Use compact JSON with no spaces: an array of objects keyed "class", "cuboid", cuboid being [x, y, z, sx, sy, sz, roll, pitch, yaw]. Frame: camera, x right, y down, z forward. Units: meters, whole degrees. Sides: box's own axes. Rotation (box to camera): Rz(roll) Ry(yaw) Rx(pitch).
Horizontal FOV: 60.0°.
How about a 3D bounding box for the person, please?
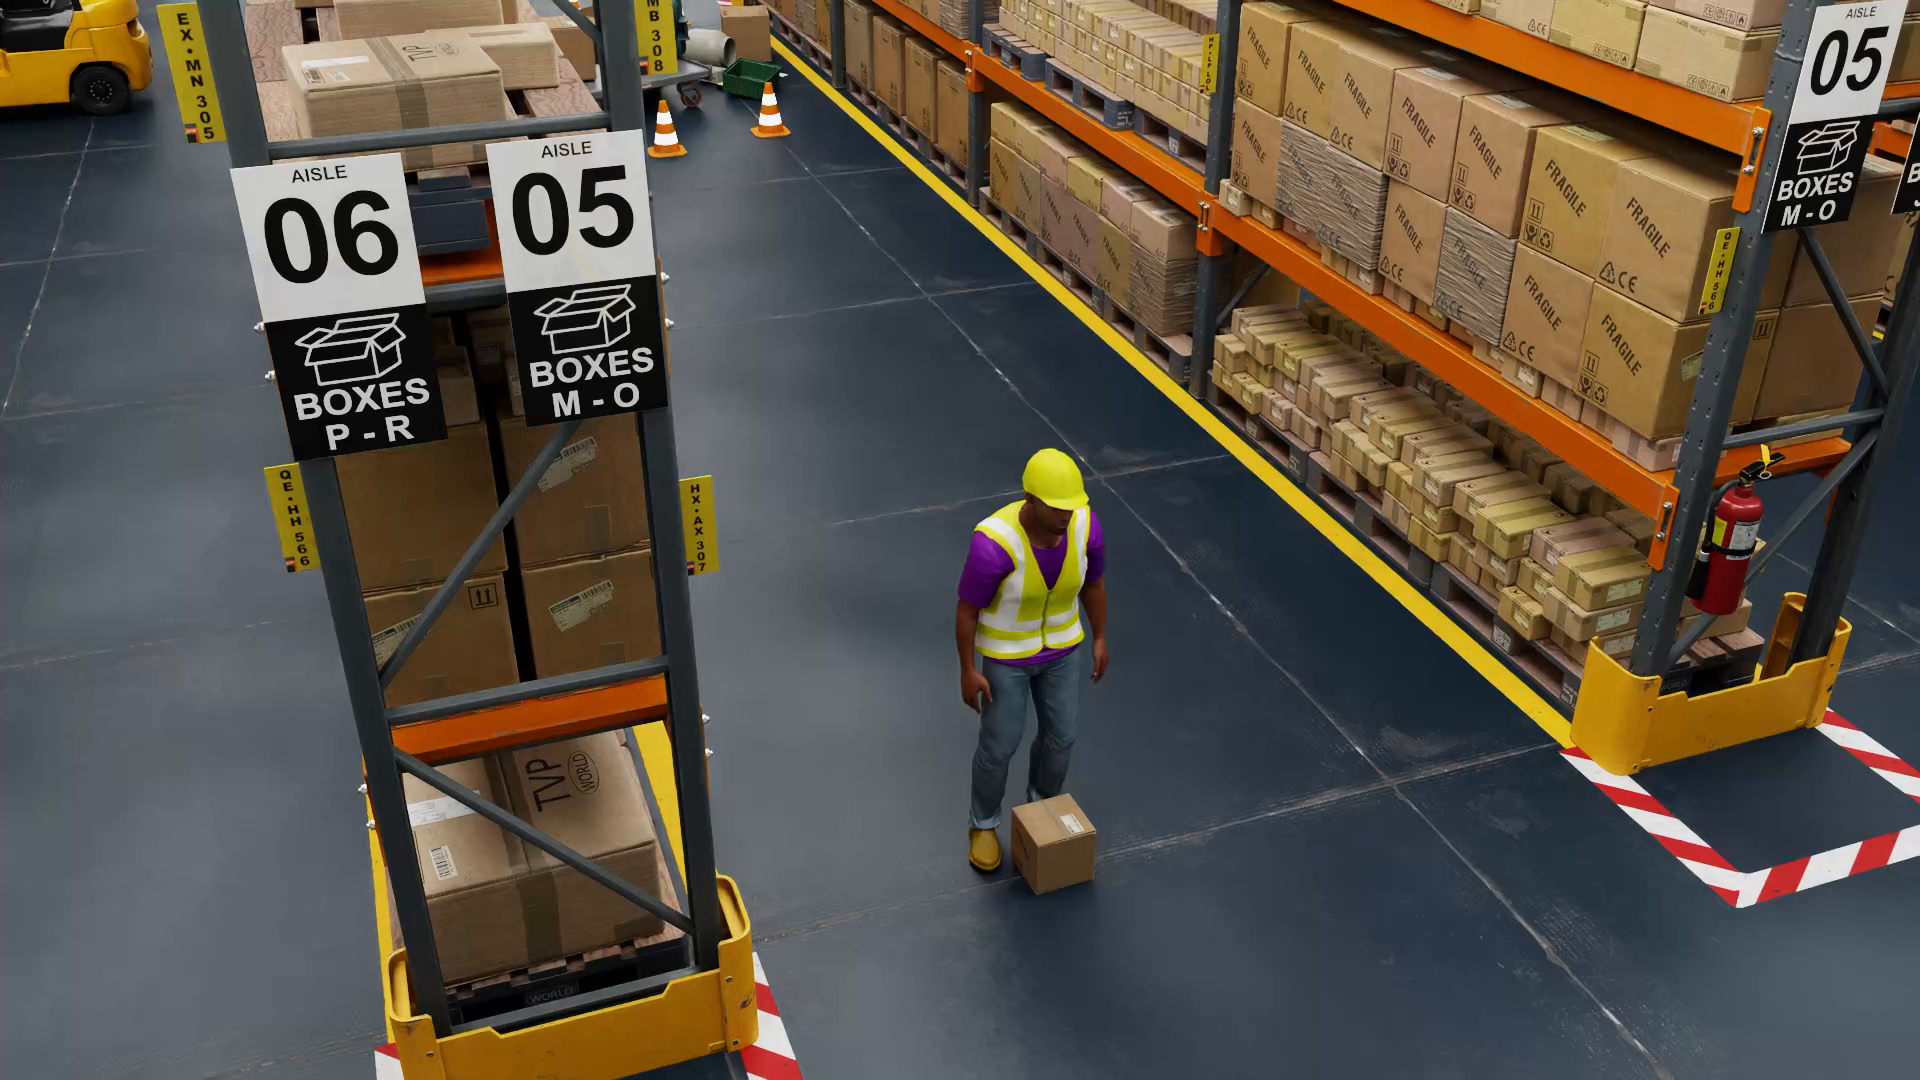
[{"class":"person","cuboid":[0.286,0.435,6.346,0.635,1.760,0.457,-12,32,-20]}]
